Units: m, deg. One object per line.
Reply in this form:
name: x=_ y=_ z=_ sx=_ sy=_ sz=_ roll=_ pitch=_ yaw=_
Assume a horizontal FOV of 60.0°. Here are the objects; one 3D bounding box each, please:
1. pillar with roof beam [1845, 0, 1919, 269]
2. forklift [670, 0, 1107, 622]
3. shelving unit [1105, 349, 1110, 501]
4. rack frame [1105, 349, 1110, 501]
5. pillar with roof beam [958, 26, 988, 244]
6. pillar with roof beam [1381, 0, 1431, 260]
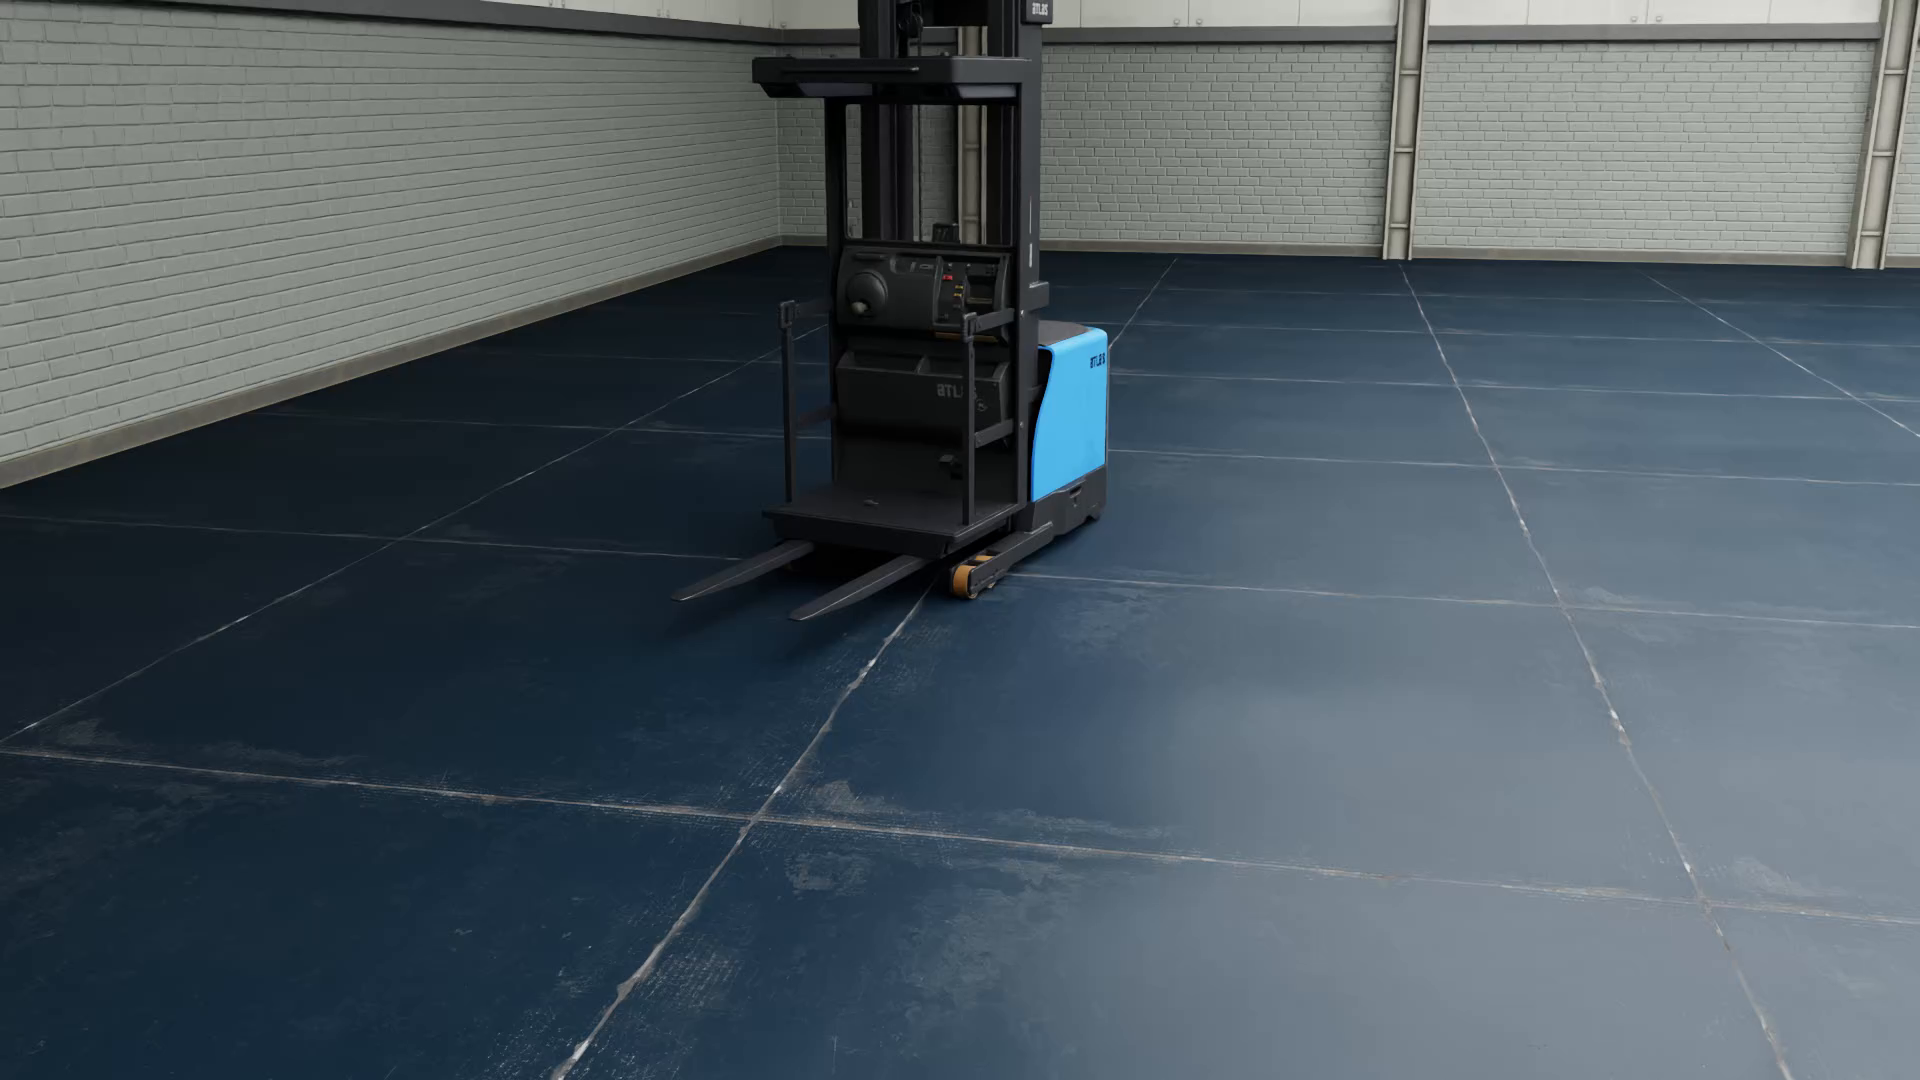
pillar with roof beam: x=11.096 y=-6.810 z=16.720 sx=0.400 sy=9.000 sz=9.100 roll=3 pitch=16 yaw=11
forklift: x=-0.283 y=-1.263 z=8.061 sx=1.130 sy=2.935 sz=3.031 roll=8 pitch=17 yaw=26
shelving unit: x=0.717 y=-0.653 z=9.661 sx=0.210 sy=0.900 sz=0.258 roll=8 pitch=17 yaw=27
rack frame: x=0.806 y=-0.640 z=9.614 sx=0.006 sy=0.900 sz=0.240 roll=8 pitch=17 yaw=27
pillar with roof beam: x=-0.663 y=-7.448 z=19.024 sx=0.400 sy=9.000 sz=9.100 roll=3 pitch=16 yaw=11
pillar with roof beam: x=5.216 y=-7.129 z=17.872 sx=0.400 sy=9.000 sz=9.100 roll=3 pitch=16 yaw=11
